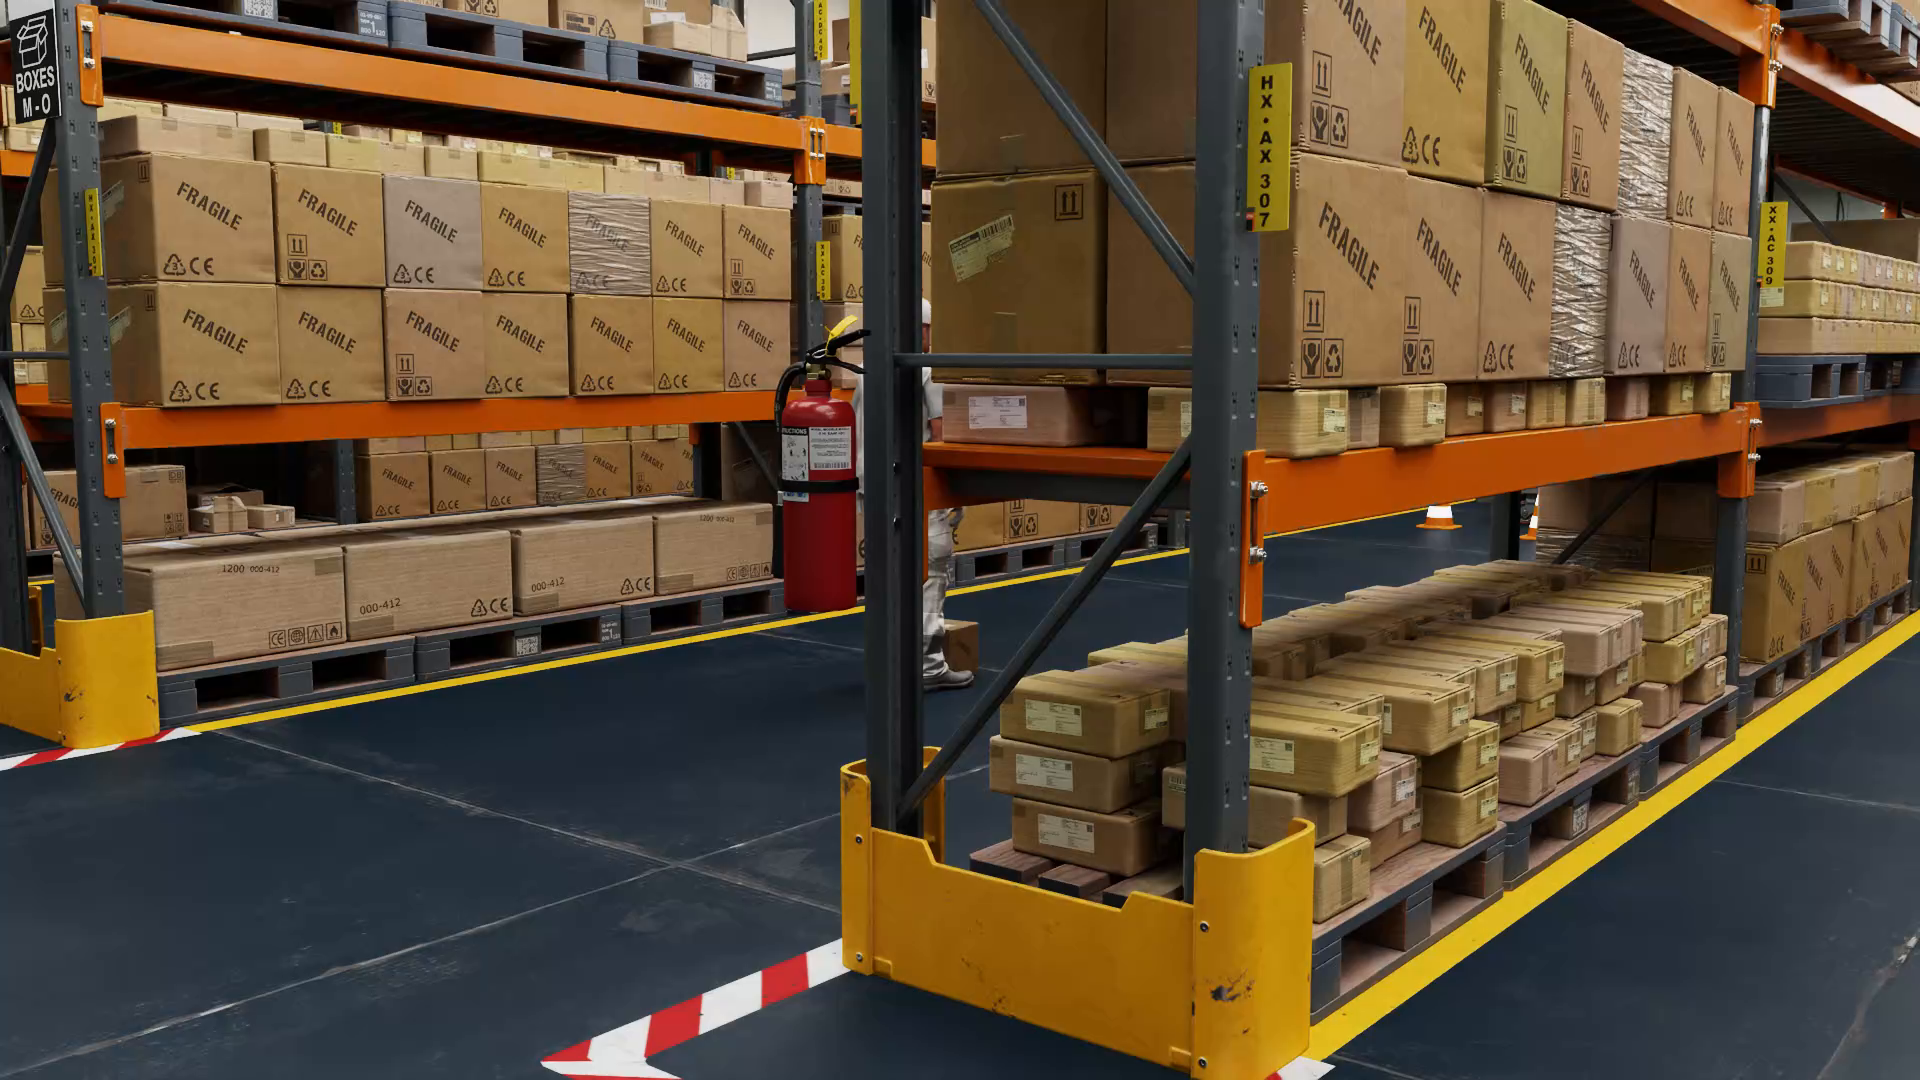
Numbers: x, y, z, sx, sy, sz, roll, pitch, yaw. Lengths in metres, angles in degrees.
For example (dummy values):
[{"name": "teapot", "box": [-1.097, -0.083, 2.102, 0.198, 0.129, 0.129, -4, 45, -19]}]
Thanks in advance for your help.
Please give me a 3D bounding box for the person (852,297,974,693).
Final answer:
[{"name": "person", "box": [-0.232, -0.220, 7.572, 0.615, 1.778, 0.456, 5, 8, 38]}]
